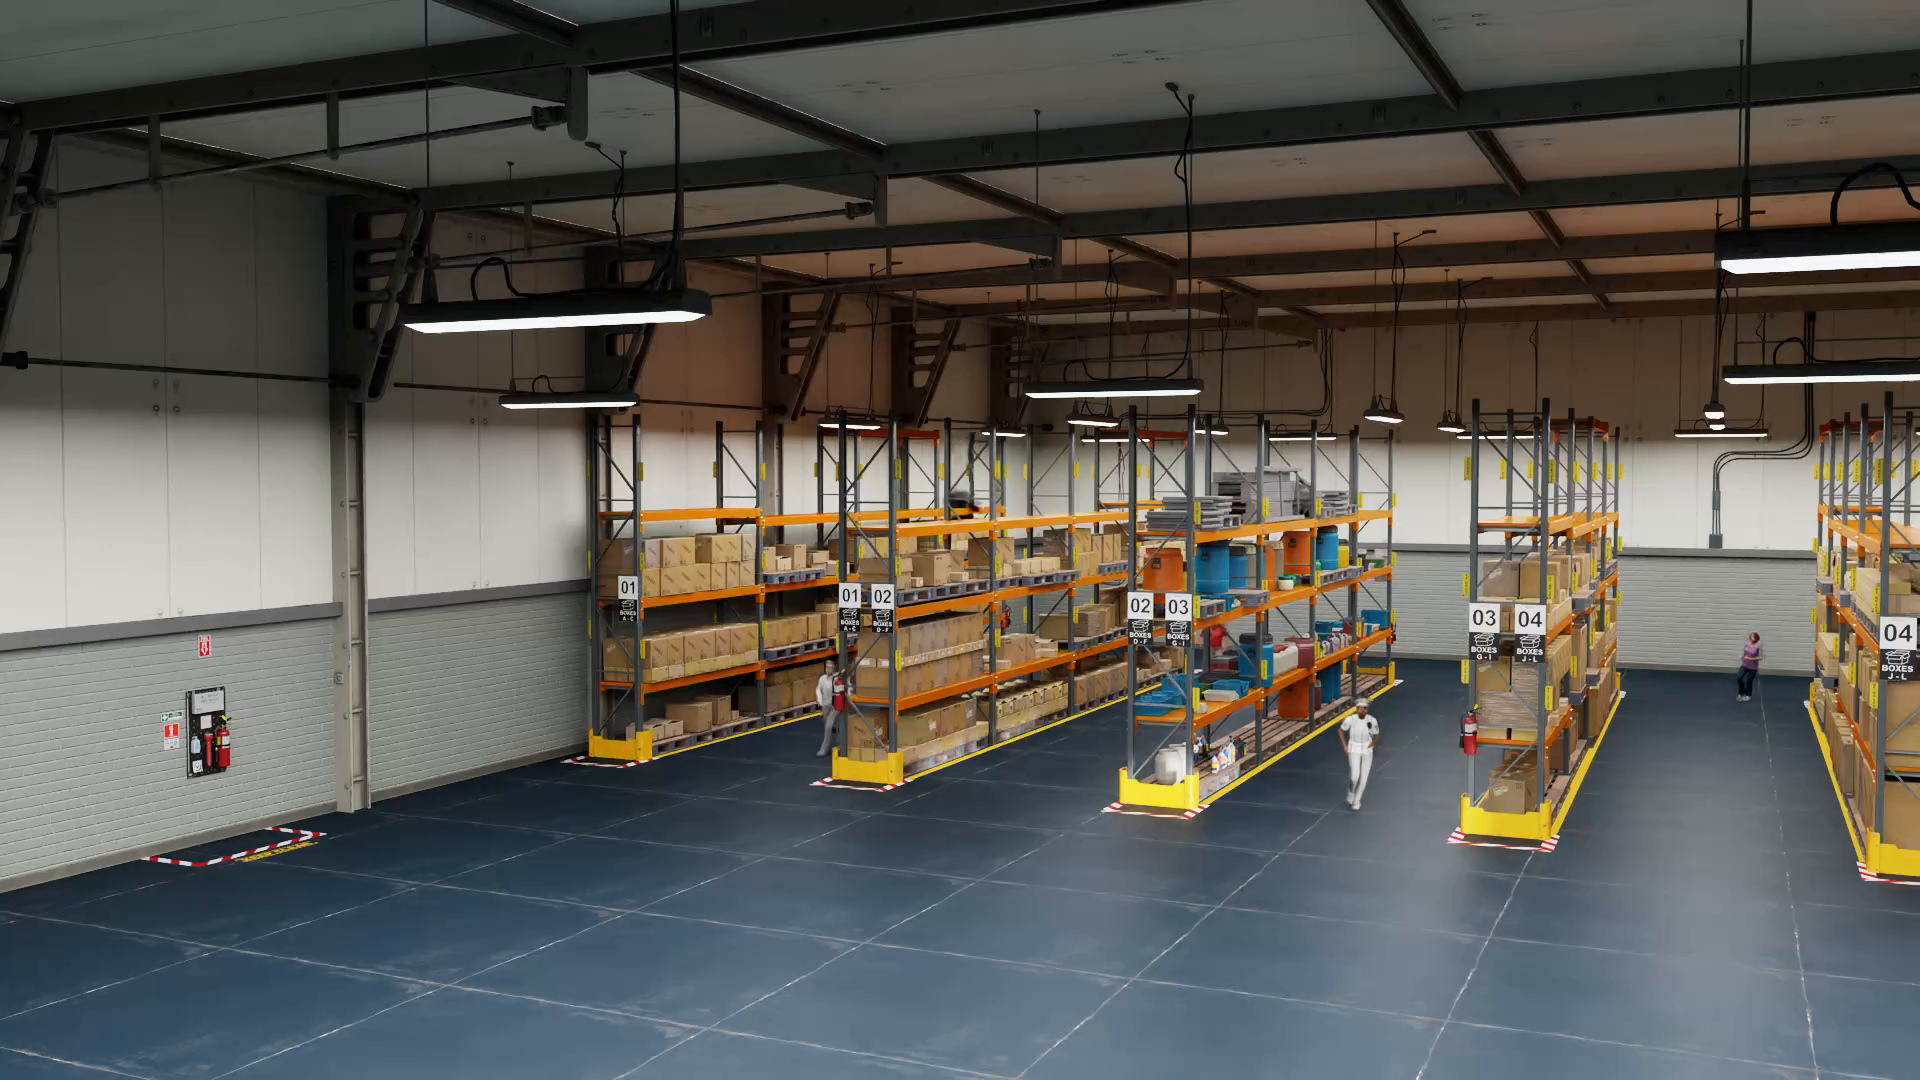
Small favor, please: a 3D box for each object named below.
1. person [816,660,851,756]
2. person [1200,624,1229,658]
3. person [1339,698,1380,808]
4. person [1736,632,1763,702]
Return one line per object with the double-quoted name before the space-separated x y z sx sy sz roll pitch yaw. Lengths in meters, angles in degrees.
"person" -2.266 2.959 29.620 0.641 1.684 0.868 1 3 22
"person" 5.849 2.589 38.283 0.662 1.713 0.844 1 2 13
"person" 5.930 3.157 24.625 0.578 1.654 0.585 0 2 4
"person" 17.072 2.751 35.885 0.598 1.568 0.591 -2 3 -36
